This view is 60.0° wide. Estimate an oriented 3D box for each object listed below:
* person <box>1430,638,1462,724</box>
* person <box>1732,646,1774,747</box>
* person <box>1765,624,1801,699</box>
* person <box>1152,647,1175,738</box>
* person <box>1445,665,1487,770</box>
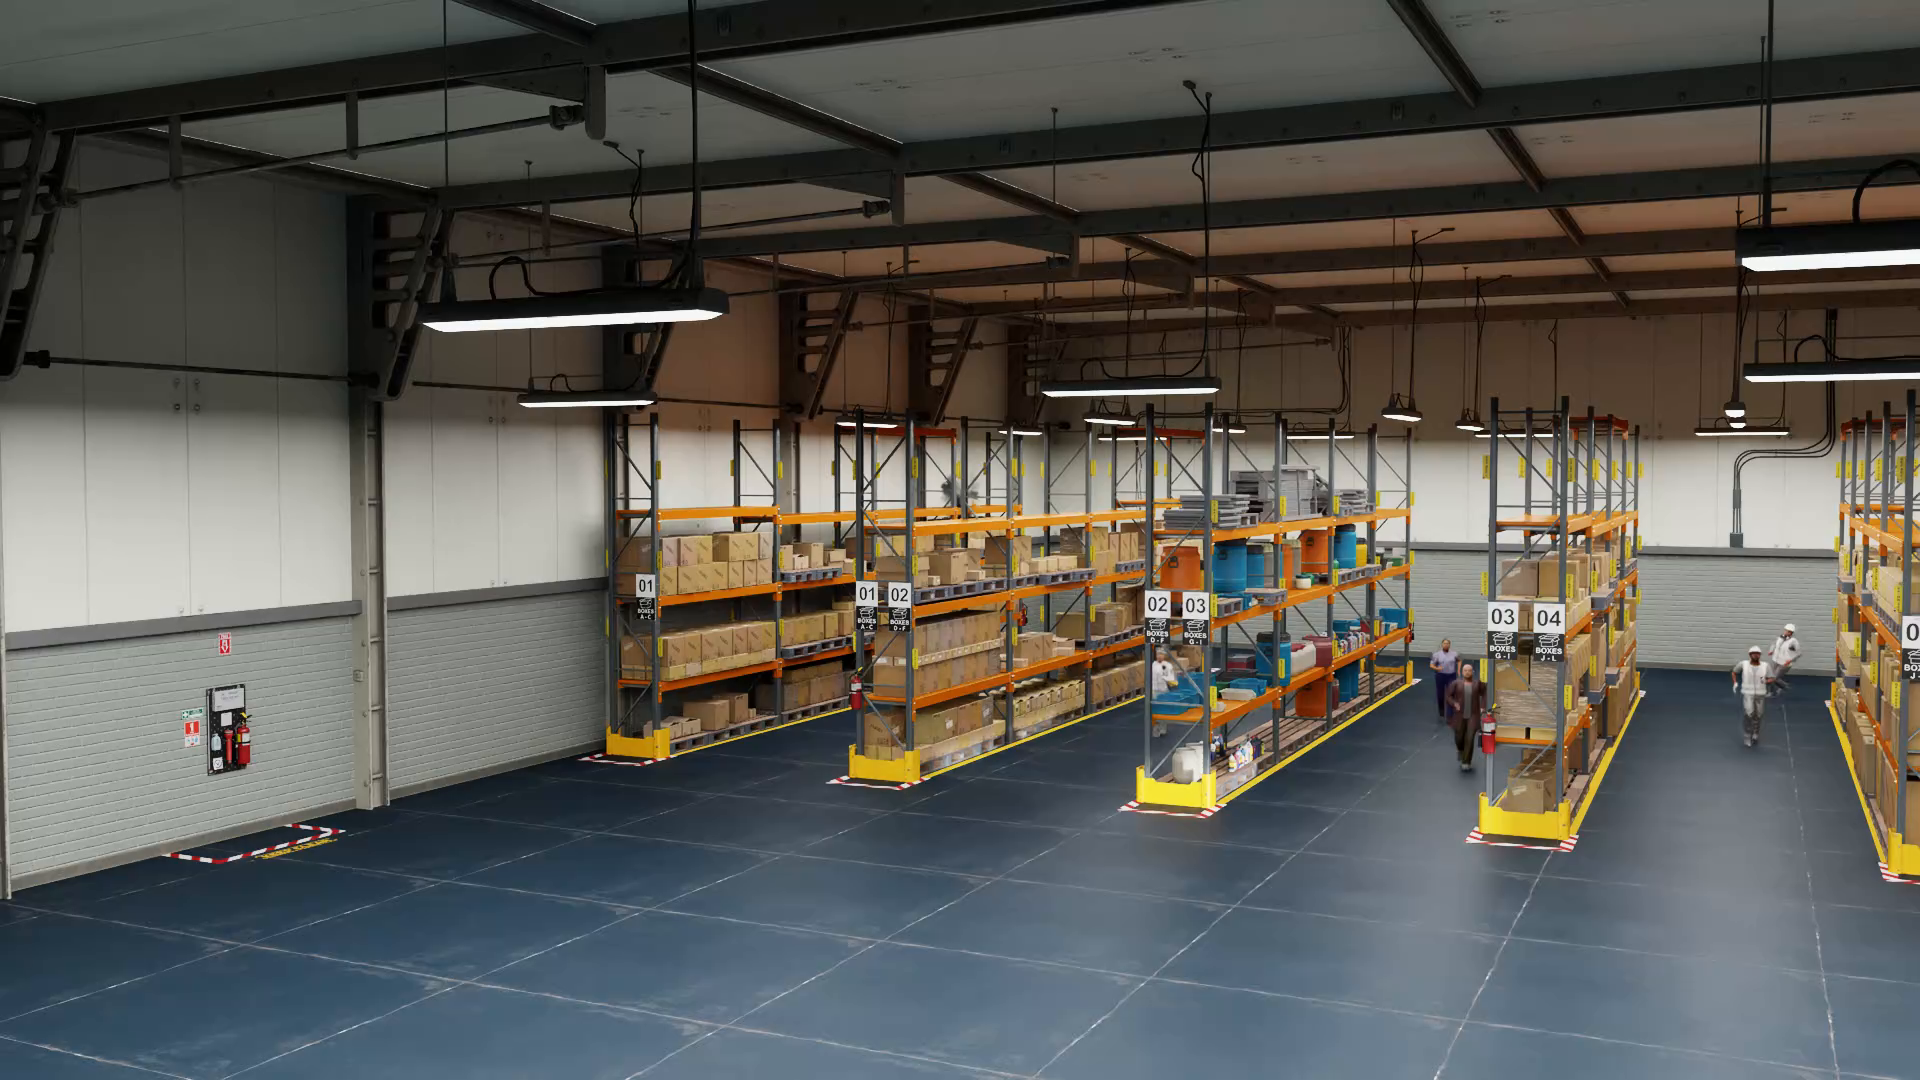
[{"bbox_3d":[9.647,2.781,33.008,0.606,1.631,0.943,1,2,14],"label":"person"},{"bbox_3d":[14.429,2.842,30.229,0.656,1.824,0.744,1,2,14],"label":"person"},{"bbox_3d":[17.899,2.649,36.171,0.538,1.676,0.743,-1,3,-23],"label":"person"},{"bbox_3d":[3.728,2.857,31.139,0.592,1.721,0.657,1,3,18],"label":"person"},{"bbox_3d":[8.508,2.954,27.912,0.713,1.739,0.754,1,3,17],"label":"person"}]
